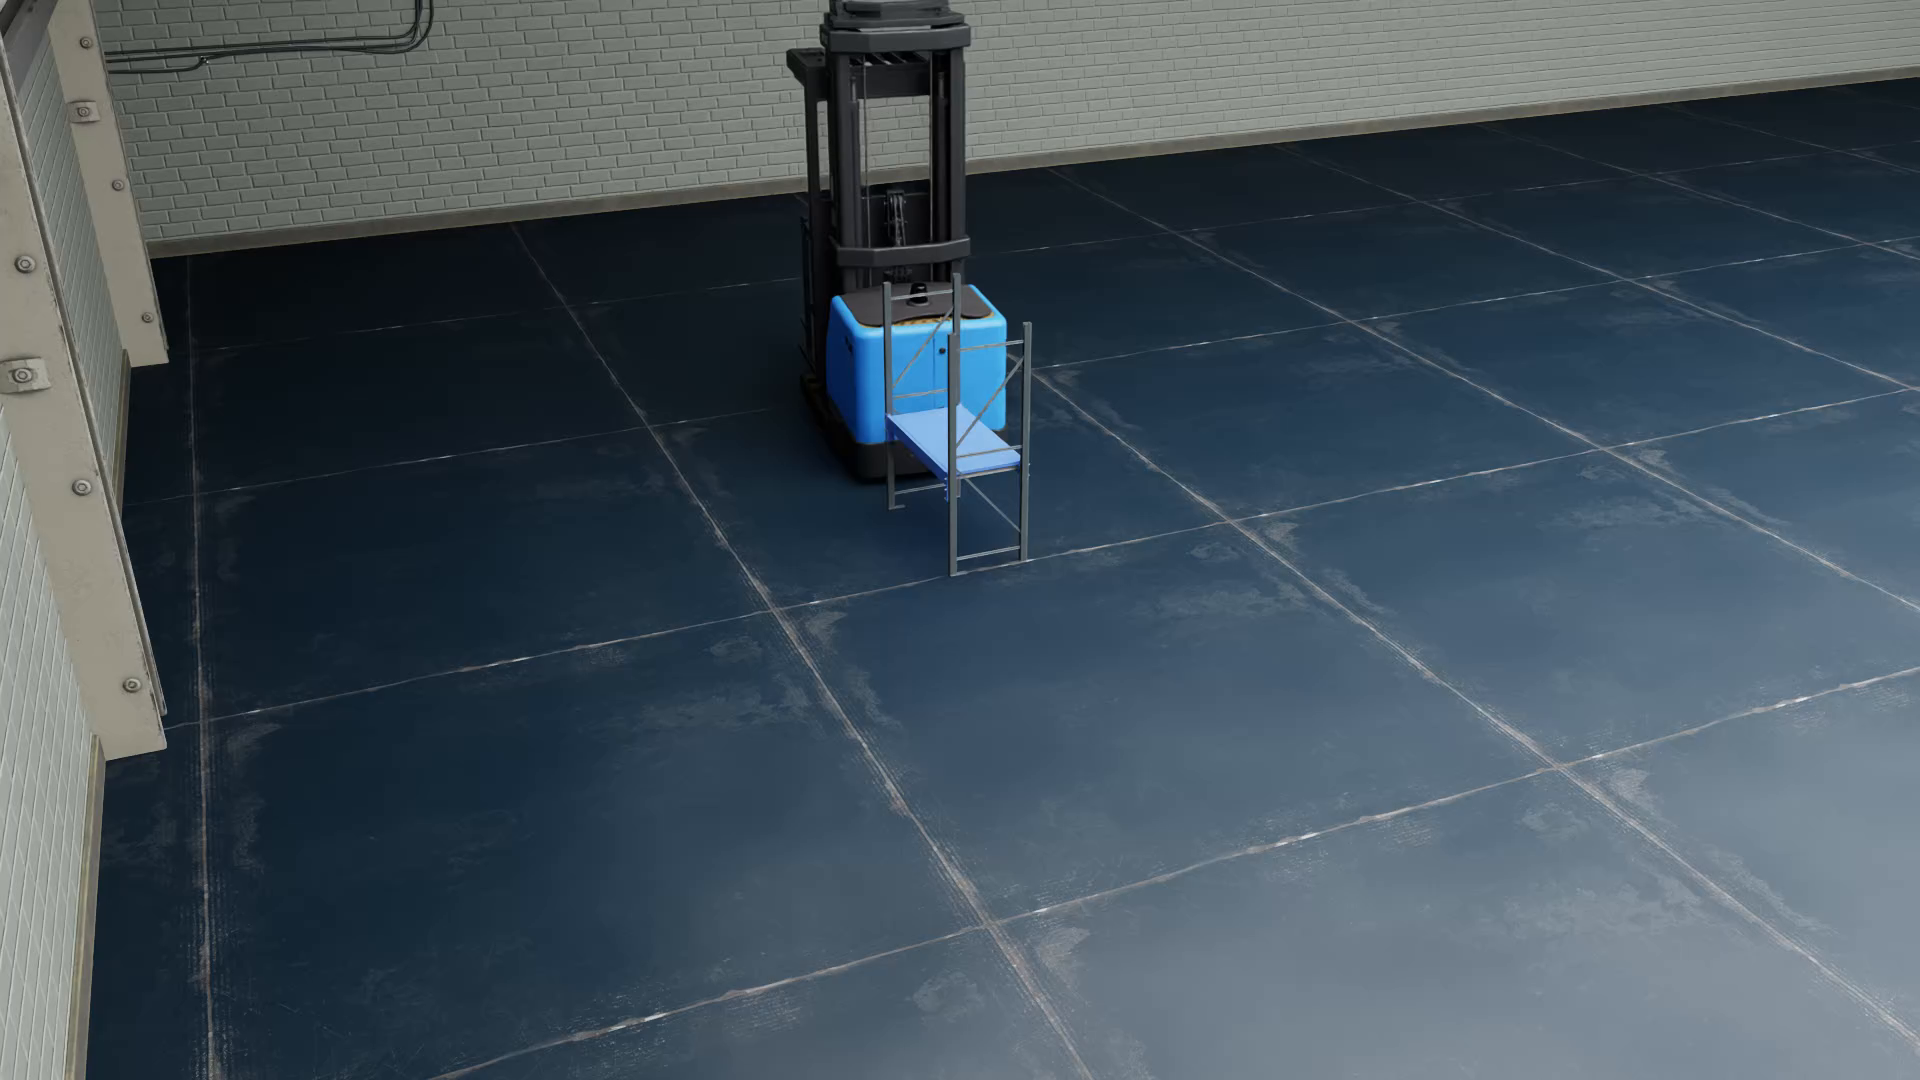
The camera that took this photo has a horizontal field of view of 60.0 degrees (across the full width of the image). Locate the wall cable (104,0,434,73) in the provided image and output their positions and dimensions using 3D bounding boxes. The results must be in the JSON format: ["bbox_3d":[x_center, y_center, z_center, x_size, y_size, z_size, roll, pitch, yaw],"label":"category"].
[{"bbox_3d":[-6.398,-5.518,14.833,3.097,2.526,0.112,-11,28,-21],"label":"wall cable"}]

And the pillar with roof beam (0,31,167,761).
[{"bbox_3d":[-0.150,-3.814,7.805,9.100,9.000,0.400,-11,28,-21],"label":"pillar with roof beam"}]

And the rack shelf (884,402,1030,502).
[{"bbox_3d":[-0.033,-0.547,10.070,0.538,0.185,1.000,-11,28,-21],"label":"rack shelf"}]

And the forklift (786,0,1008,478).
[{"bbox_3d":[-0.567,-2.350,11.723,1.130,2.935,3.031,-7,27,-14],"label":"forklift"}]

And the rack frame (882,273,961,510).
[{"bbox_3d":[-0.232,-0.914,10.412,0.500,1.500,0.032,-11,28,-21],"label":"rack frame"}]

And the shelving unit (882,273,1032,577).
[{"bbox_3d":[-0.033,-0.708,9.991,0.538,1.500,1.048,-11,28,-21],"label":"shelving unit"}]

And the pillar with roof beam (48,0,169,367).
[{"bbox_3d":[-2.500,-6.236,12.766,9.100,9.000,0.400,-11,28,-21],"label":"pillar with roof beam"}]

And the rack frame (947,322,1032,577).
[{"bbox_3d":[0.166,-0.503,9.571,0.500,1.500,0.032,-11,28,-21],"label":"rack frame"}]
